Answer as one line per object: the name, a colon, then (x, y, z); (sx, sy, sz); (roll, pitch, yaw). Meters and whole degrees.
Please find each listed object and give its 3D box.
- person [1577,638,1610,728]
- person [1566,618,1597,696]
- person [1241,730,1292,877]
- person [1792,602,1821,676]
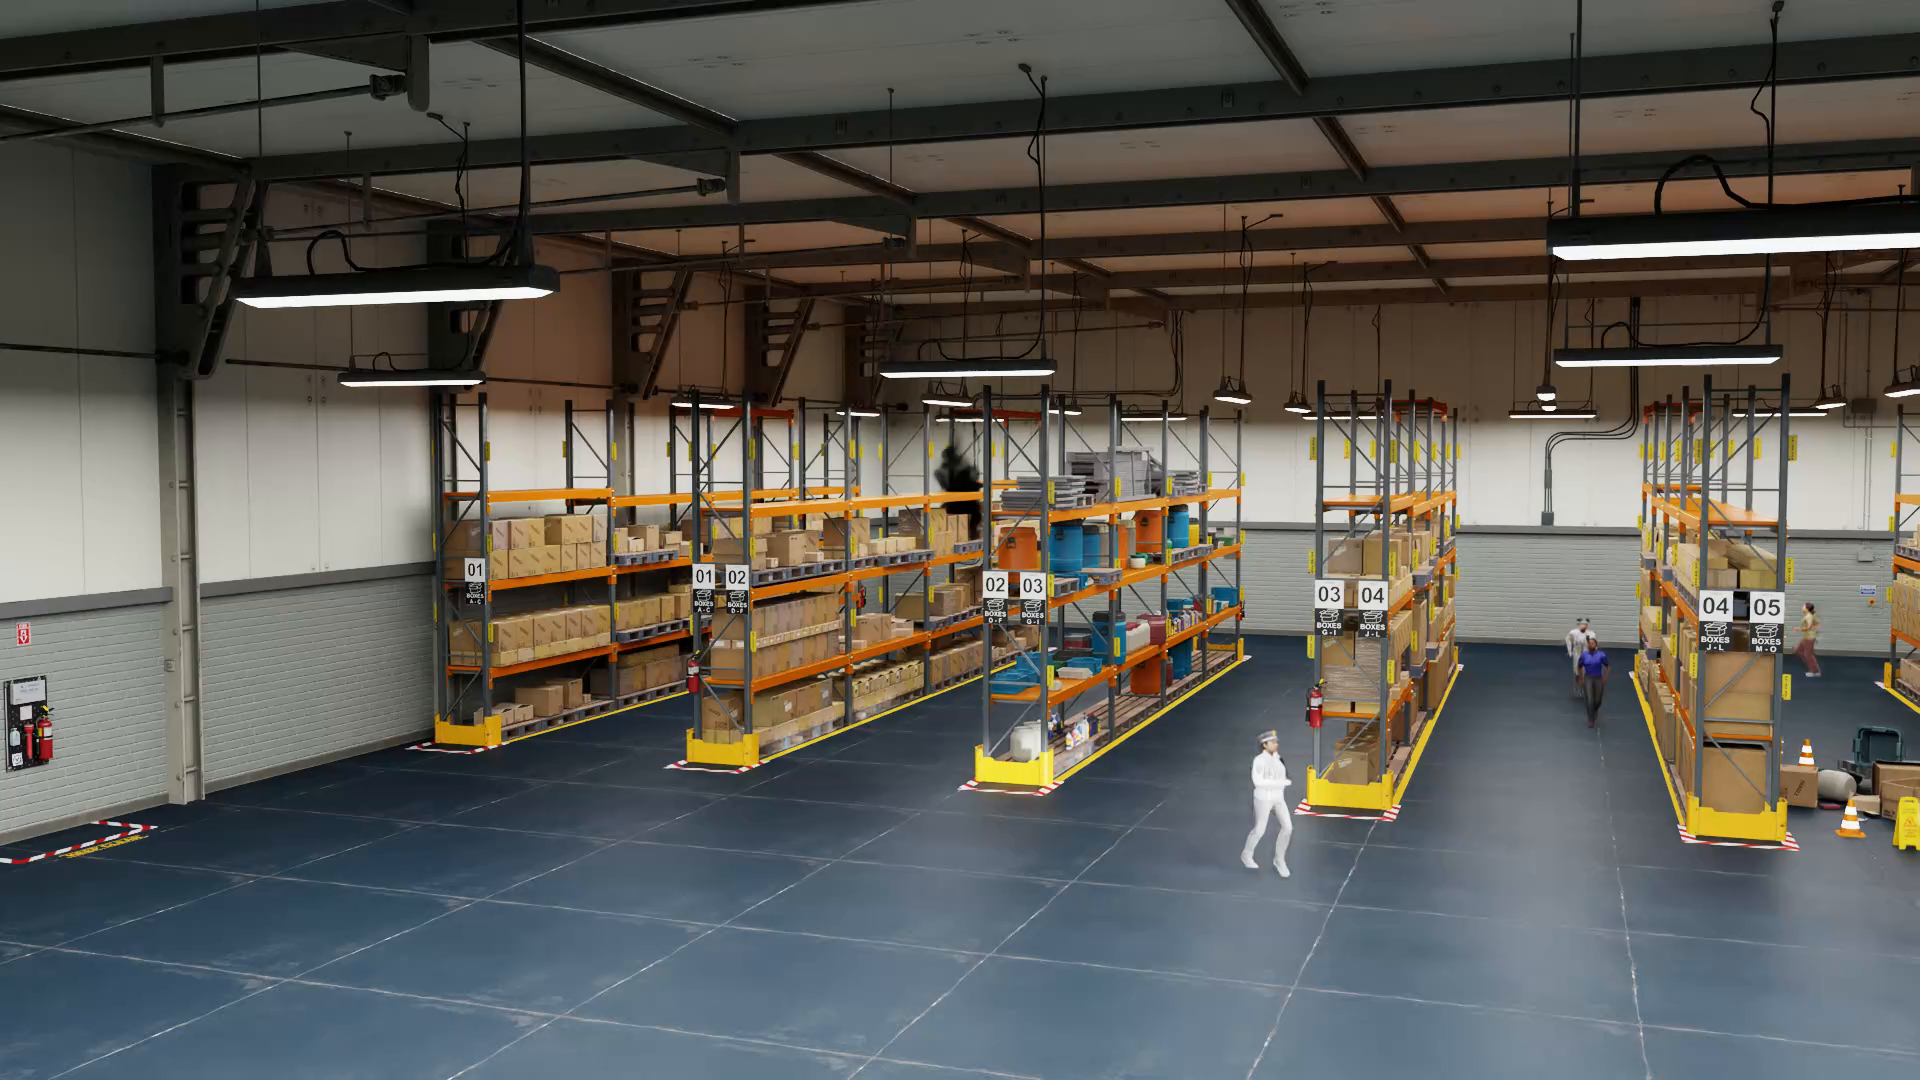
person: (11.528, 2.592, 30.283); (0.575, 1.624, 0.528); (1, 3, 24)
person: (12.603, 2.362, 33.715); (0.569, 1.613, 0.734); (1, 3, 13)
person: (3.647, 3.109, 19.678); (0.632, 1.755, 0.737); (-2, 4, -37)
person: (18.839, 2.205, 36.987); (0.589, 1.637, 0.559); (2, 3, 27)
